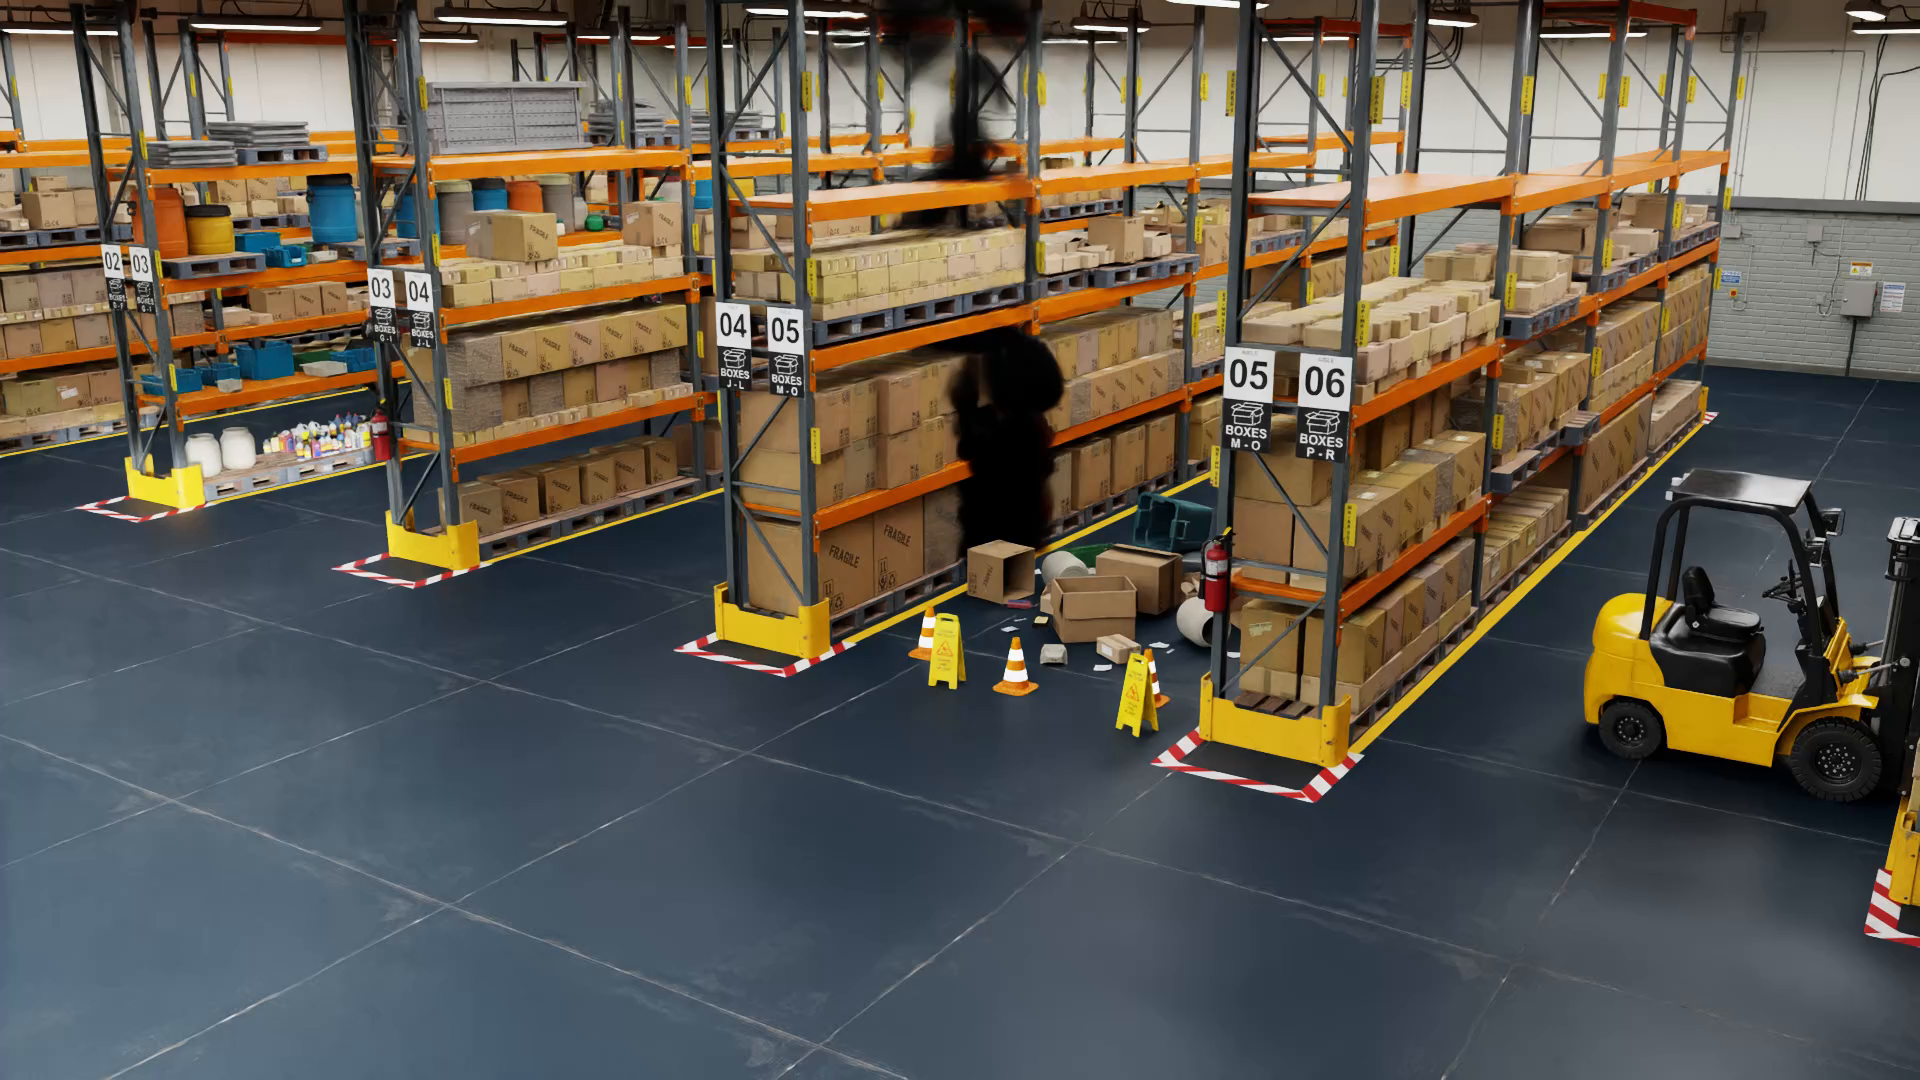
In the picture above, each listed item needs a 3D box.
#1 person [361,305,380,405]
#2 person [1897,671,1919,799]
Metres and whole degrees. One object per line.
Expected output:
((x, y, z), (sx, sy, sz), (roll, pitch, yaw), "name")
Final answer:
((-9.356, -2.903, 26.533), (0.663, 1.689, 0.584), (5, 16, 19), "person")
((3.798, -0.291, 16.283), (11.741, 2.039, 6.879), (6, 17, 21), "person")
